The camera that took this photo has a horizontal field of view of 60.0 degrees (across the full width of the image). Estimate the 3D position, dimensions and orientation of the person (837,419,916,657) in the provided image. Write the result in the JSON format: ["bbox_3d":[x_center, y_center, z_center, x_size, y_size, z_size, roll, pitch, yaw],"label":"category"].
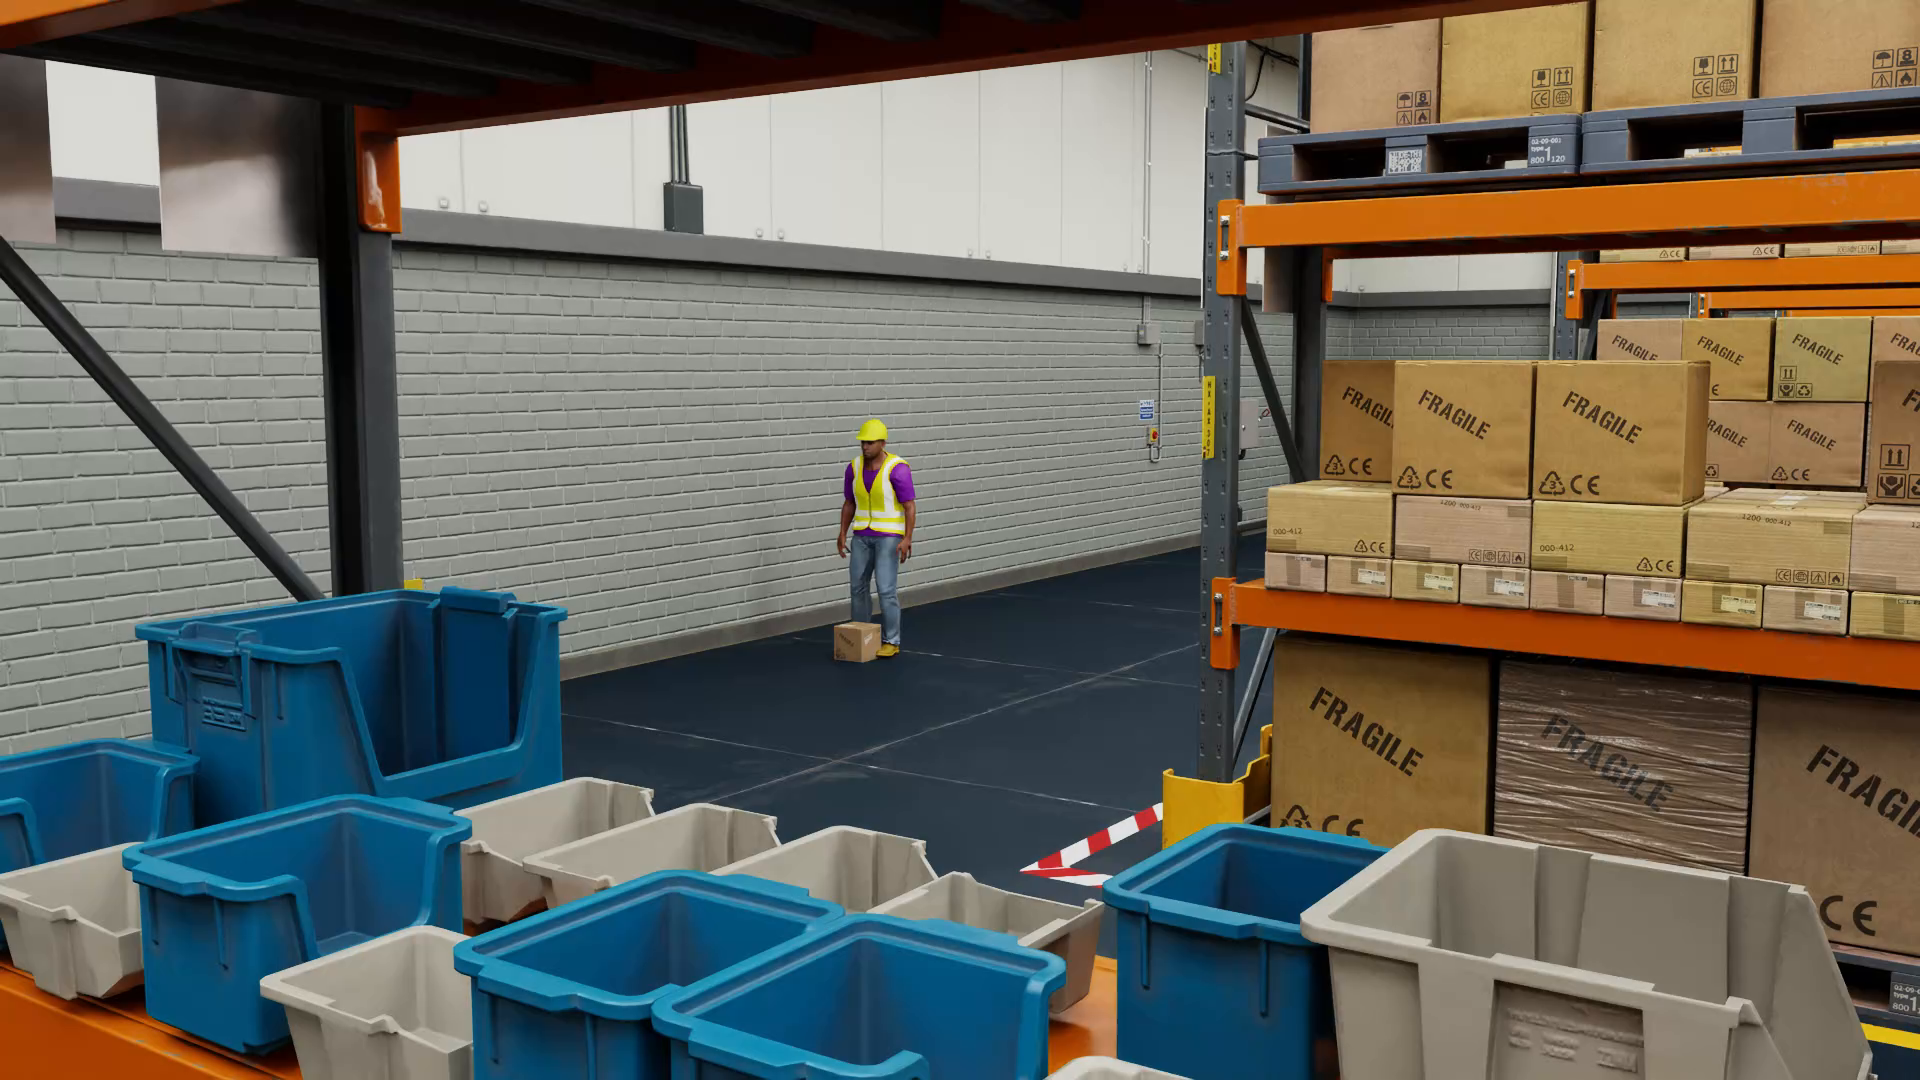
[{"bbox_3d":[-0.628,-0.018,12.364,0.635,1.761,0.455,4,7,30],"label":"person"}]
